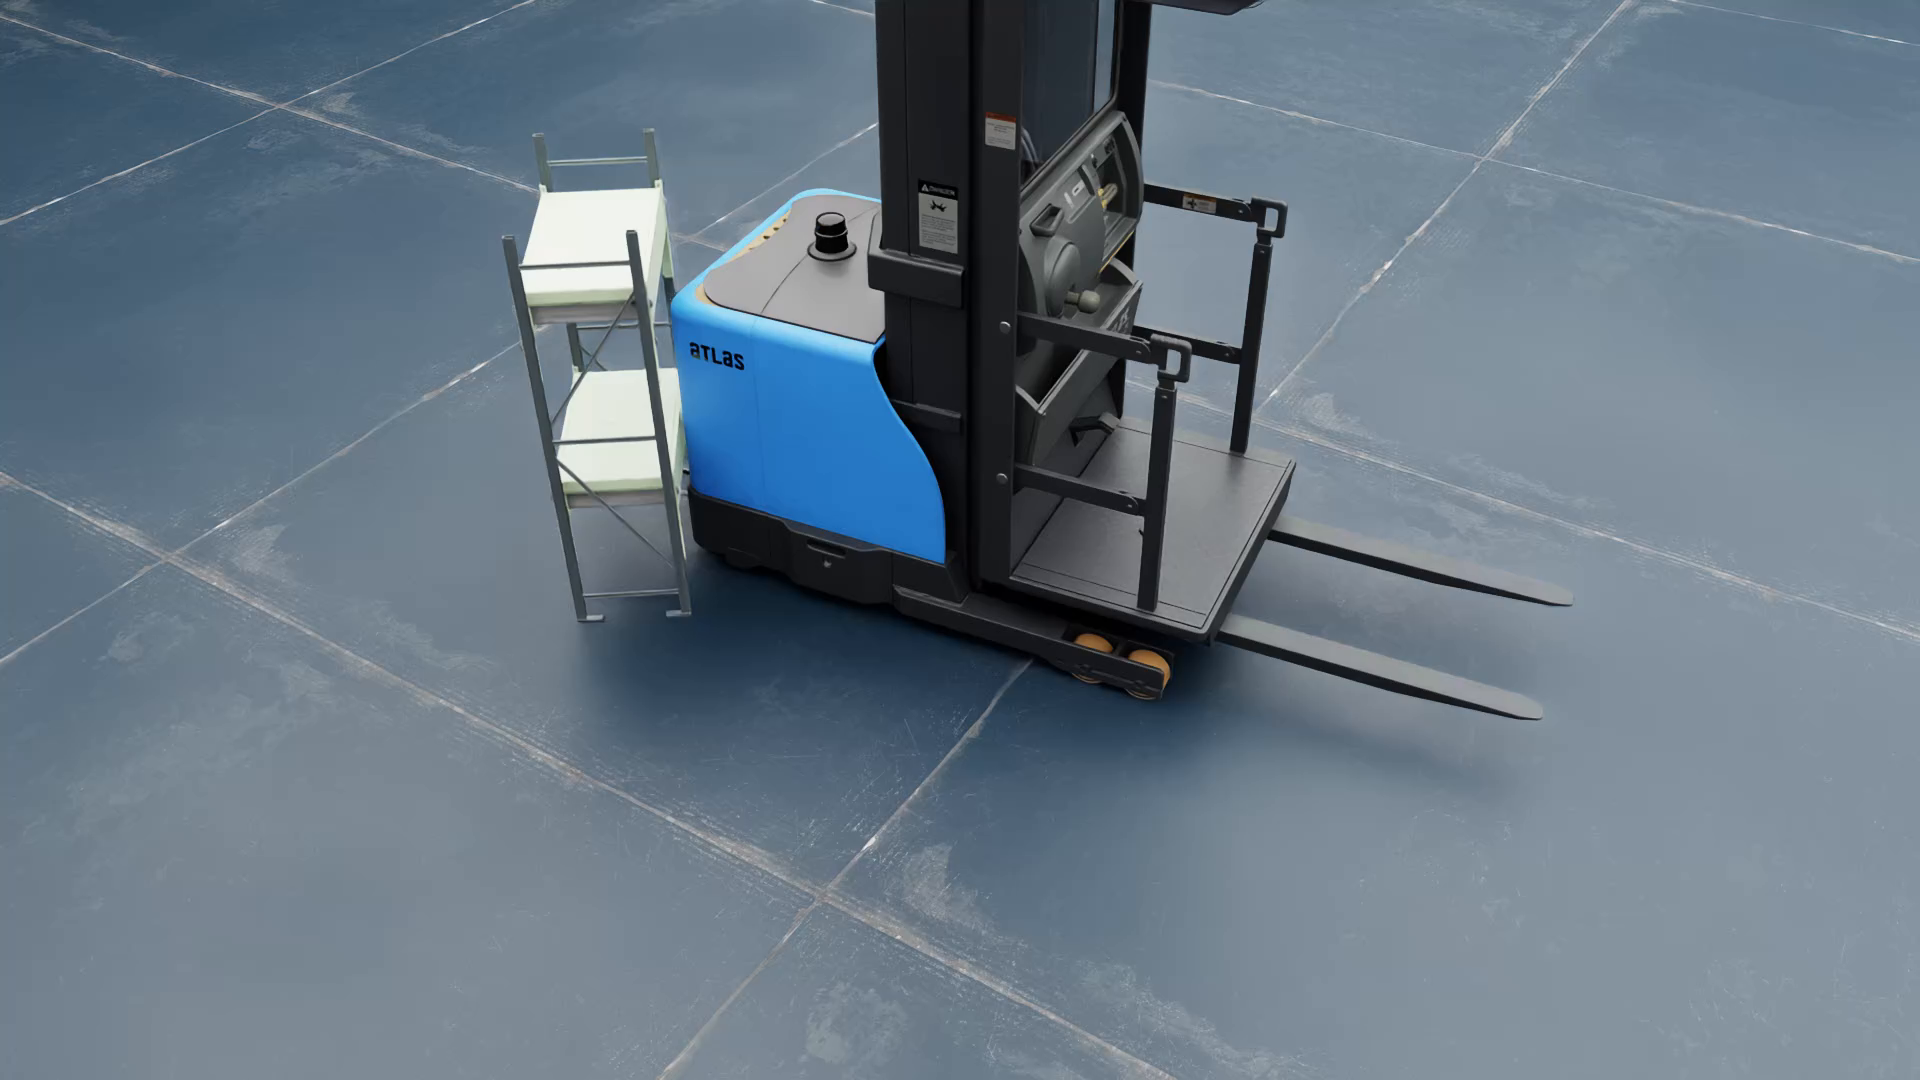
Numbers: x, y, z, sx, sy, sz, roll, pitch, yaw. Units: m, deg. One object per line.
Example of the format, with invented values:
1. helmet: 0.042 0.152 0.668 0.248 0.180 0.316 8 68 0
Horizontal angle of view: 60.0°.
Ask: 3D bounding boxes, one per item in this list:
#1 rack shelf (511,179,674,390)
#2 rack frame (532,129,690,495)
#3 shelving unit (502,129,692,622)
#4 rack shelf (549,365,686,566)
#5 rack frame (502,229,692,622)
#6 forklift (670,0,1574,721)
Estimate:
1. rack shelf: -1.193 -0.854 5.486 0.431 0.370 0.720 -3 38 -3
2. rack frame: -1.217 -0.768 6.013 0.400 1.500 0.023 -3 38 -3
3. shelving unit: -1.188 -0.545 5.724 0.431 1.500 0.755 -3 38 -3
4. rack shelf: -1.185 -0.287 5.923 0.431 0.370 0.720 -3 38 -3
5. rack frame: -1.160 -0.322 5.435 0.400 1.500 0.023 -3 38 -3
6. forklift: 0.571 -0.999 5.146 3.031 2.935 1.130 16 40 19
